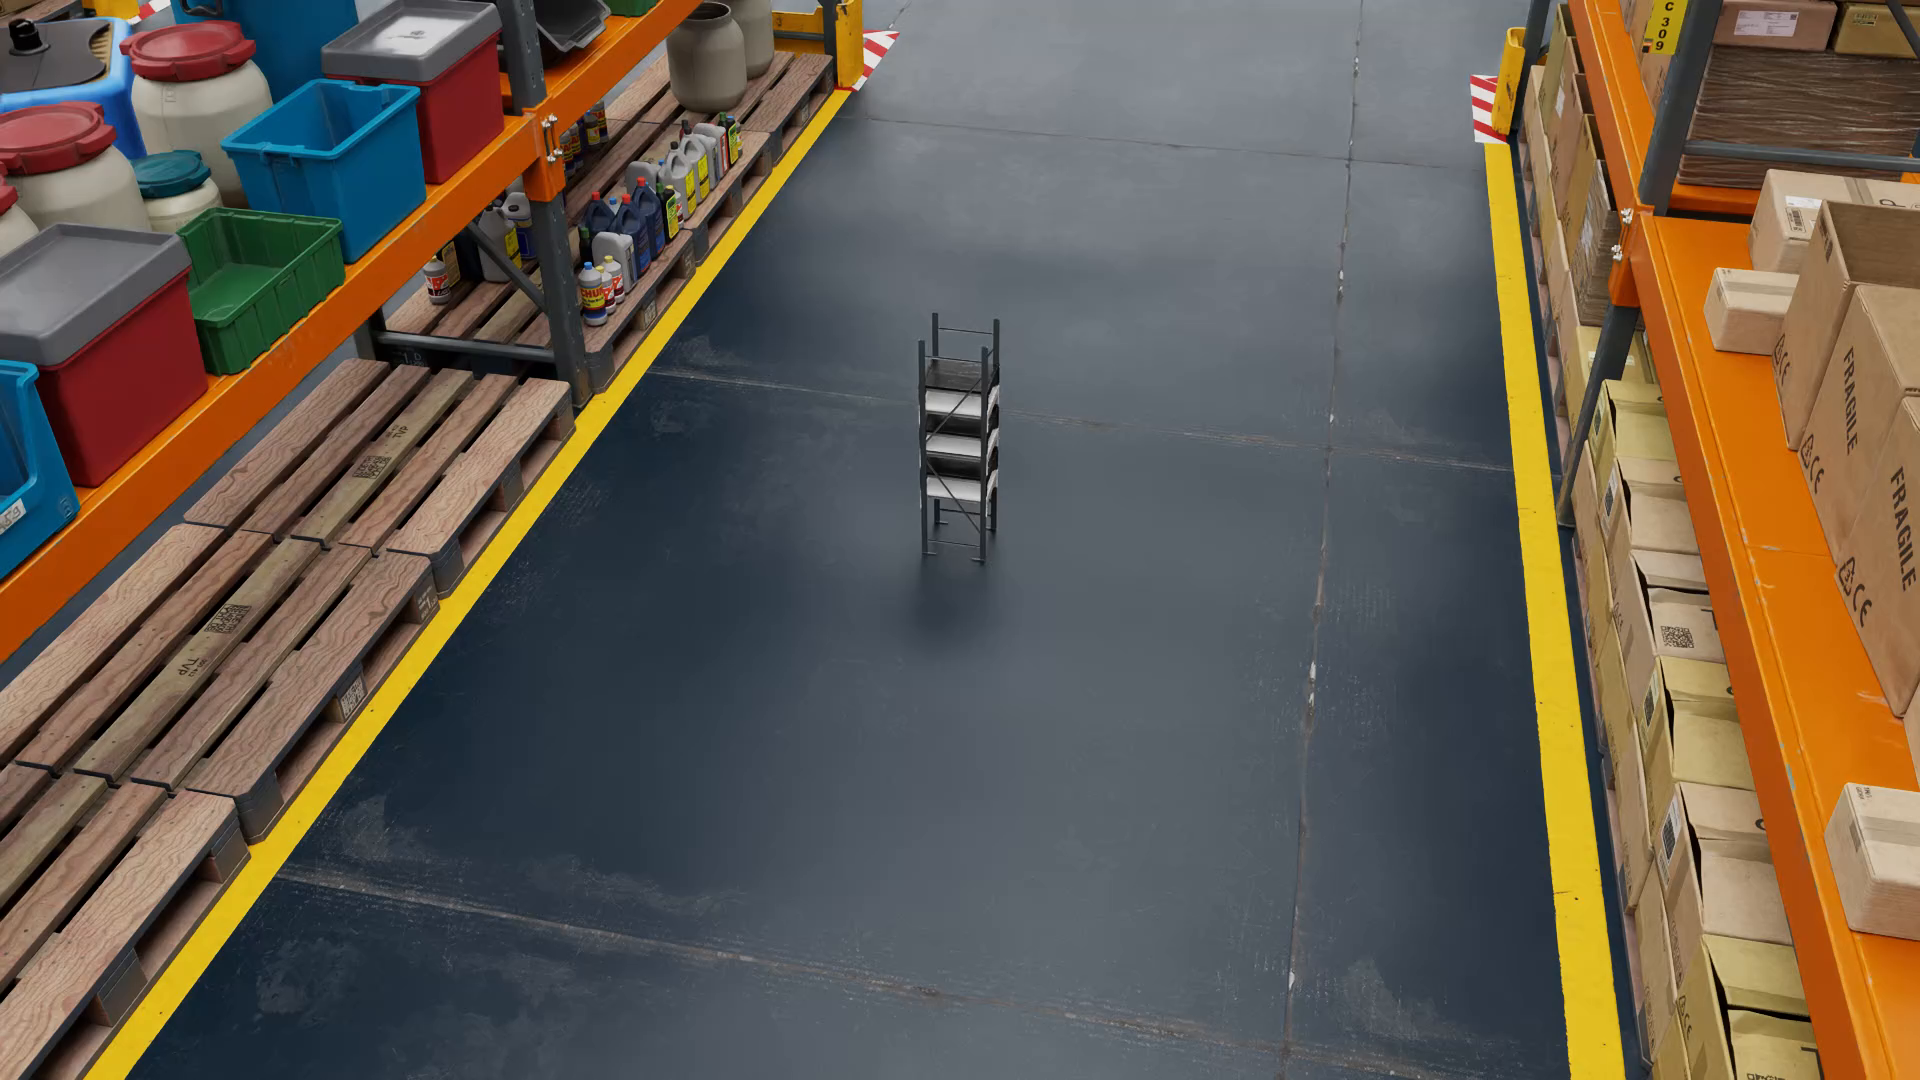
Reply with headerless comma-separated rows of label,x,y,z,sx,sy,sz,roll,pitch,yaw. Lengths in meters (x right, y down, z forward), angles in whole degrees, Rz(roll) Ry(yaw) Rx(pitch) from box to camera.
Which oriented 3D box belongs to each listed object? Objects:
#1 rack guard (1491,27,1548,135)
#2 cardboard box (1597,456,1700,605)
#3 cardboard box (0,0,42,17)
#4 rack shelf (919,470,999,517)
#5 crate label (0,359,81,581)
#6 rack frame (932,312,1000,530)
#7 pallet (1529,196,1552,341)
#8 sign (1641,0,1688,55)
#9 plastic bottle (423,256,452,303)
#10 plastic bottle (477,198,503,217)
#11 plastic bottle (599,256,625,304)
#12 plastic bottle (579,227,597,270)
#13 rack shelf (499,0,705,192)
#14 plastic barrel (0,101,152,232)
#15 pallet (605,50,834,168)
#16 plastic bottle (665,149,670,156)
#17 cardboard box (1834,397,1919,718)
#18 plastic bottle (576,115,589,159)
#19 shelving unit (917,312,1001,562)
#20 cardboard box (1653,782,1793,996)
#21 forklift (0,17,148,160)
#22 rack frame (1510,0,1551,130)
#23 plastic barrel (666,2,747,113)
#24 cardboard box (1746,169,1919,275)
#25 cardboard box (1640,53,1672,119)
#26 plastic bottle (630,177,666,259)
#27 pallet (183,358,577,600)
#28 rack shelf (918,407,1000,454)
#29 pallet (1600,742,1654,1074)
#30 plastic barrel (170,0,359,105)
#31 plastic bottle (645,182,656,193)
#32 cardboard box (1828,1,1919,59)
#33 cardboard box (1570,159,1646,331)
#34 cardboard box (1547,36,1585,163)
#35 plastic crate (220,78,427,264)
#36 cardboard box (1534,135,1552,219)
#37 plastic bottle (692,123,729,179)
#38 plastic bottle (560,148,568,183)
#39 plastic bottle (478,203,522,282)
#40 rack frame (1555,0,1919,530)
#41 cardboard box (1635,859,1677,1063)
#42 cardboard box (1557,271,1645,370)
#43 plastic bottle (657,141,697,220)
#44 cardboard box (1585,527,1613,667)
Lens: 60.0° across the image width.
rack guard,3.630,-2.529,9.314,1.175,0.500,0.348,7,37,10
cardboard box,2.327,-0.026,5.237,0.500,0.311,0.500,7,37,9
cardboard box,-6.202,-3.574,10.397,0.500,0.500,0.500,14,38,19
rack shelf,-0.002,-0.187,6.105,0.258,0.077,0.200,7,37,10
crate label,-2.446,-0.114,3.822,0.502,0.435,0.616,7,37,10
rack frame,0.020,-0.418,6.060,0.240,0.900,0.006,7,37,10
pallet,3.239,-1.258,7.805,1.003,0.211,1.213,7,37,10
sign,2.228,-1.686,5.215,0.100,0.325,0.005,7,37,10
plastic bottle,-2.295,-1.150,7.290,0.097,0.201,0.097,0,36,0
plastic bottle,-2.171,-1.478,7.616,0.144,0.351,0.185,6,36,8
plastic bottle,-1.528,-1.147,7.286,0.097,0.201,0.097,0,36,0
plastic bottle,-1.634,-1.265,7.380,0.061,0.283,0.133,7,37,10
rack shelf,-1.641,-2.713,8.050,1.077,0.370,4.000,7,37,10
plastic barrel,-2.643,-0.971,4.918,0.433,0.535,0.433,0,36,0
pallet,-1.363,-2.507,9.529,1.003,0.211,1.213,7,37,10
plastic bottle,-1.414,-1.872,8.287,0.097,0.201,0.097,0,36,0
cardboard box,2.258,0.054,3.534,0.500,0.500,0.500,5,36,7
plastic bottle,-1.971,-2.101,8.533,0.061,0.283,0.133,8,37,11
shelving unit,-0.002,-0.360,5.980,0.258,0.900,0.210,7,37,10
cardboard box,2.002,0.856,4.020,0.500,0.311,0.500,7,37,10
forklift,-5.165,-2.232,6.832,3.031,2.935,1.130,-13,38,-17
rack frame,3.625,-3.528,8.561,1.000,3.000,0.127,7,37,10
plastic barrel,-1.387,-2.639,9.097,0.421,0.512,0.421,0,36,0
cardboard box,2.708,-0.886,5.044,0.500,0.250,0.500,10,37,13
cardboard box,2.965,-1.833,6.138,0.700,0.500,0.500,7,37,9
plastic bottle,-1.450,-1.482,7.621,0.144,0.351,0.185,6,36,8
pallet,-2.198,-0.273,6.447,1.003,0.211,1.213,7,37,10
rack shelf,-0.002,-0.406,5.946,0.258,0.077,0.200,7,37,10
pallet,2.393,1.023,4.658,1.003,0.211,1.213,7,37,10
plastic barrel,-2.446,-1.877,5.857,0.600,0.901,0.708,7,37,10
plastic bottle,-1.455,-1.539,7.767,0.097,0.271,0.097,0,36,0
cardboard box,3.017,-1.667,5.357,0.380,0.149,0.250,7,37,10
cardboard box,2.774,-1.173,6.659,0.500,0.500,0.500,7,37,10
cardboard box,3.094,-2.033,7.846,0.500,0.500,0.500,7,37,10
plastic crate,-2.000,-1.180,5.335,0.392,0.384,0.575,7,37,10
cardboard box,3.082,-1.731,8.068,0.500,0.250,0.500,7,37,10
plastic bottle,-1.258,-1.977,8.368,0.152,0.276,0.135,8,37,10
plastic bottle,-2.021,-1.885,8.304,0.097,0.201,0.097,0,36,0
plastic bottle,-2.071,-1.350,7.439,0.144,0.351,0.185,7,37,10
rack frame,2.770,-1.234,5.397,1.000,3.000,0.127,7,37,10
cardboard box,2.007,1.086,4.181,0.500,0.250,0.500,8,37,11
cardboard box,2.772,-0.870,6.879,0.500,0.250,0.500,7,37,10
plastic bottle,-1.359,-1.726,7.957,0.144,0.351,0.185,7,37,10
cardboard box,2.332,0.202,5.401,0.500,0.250,0.500,8,37,11
